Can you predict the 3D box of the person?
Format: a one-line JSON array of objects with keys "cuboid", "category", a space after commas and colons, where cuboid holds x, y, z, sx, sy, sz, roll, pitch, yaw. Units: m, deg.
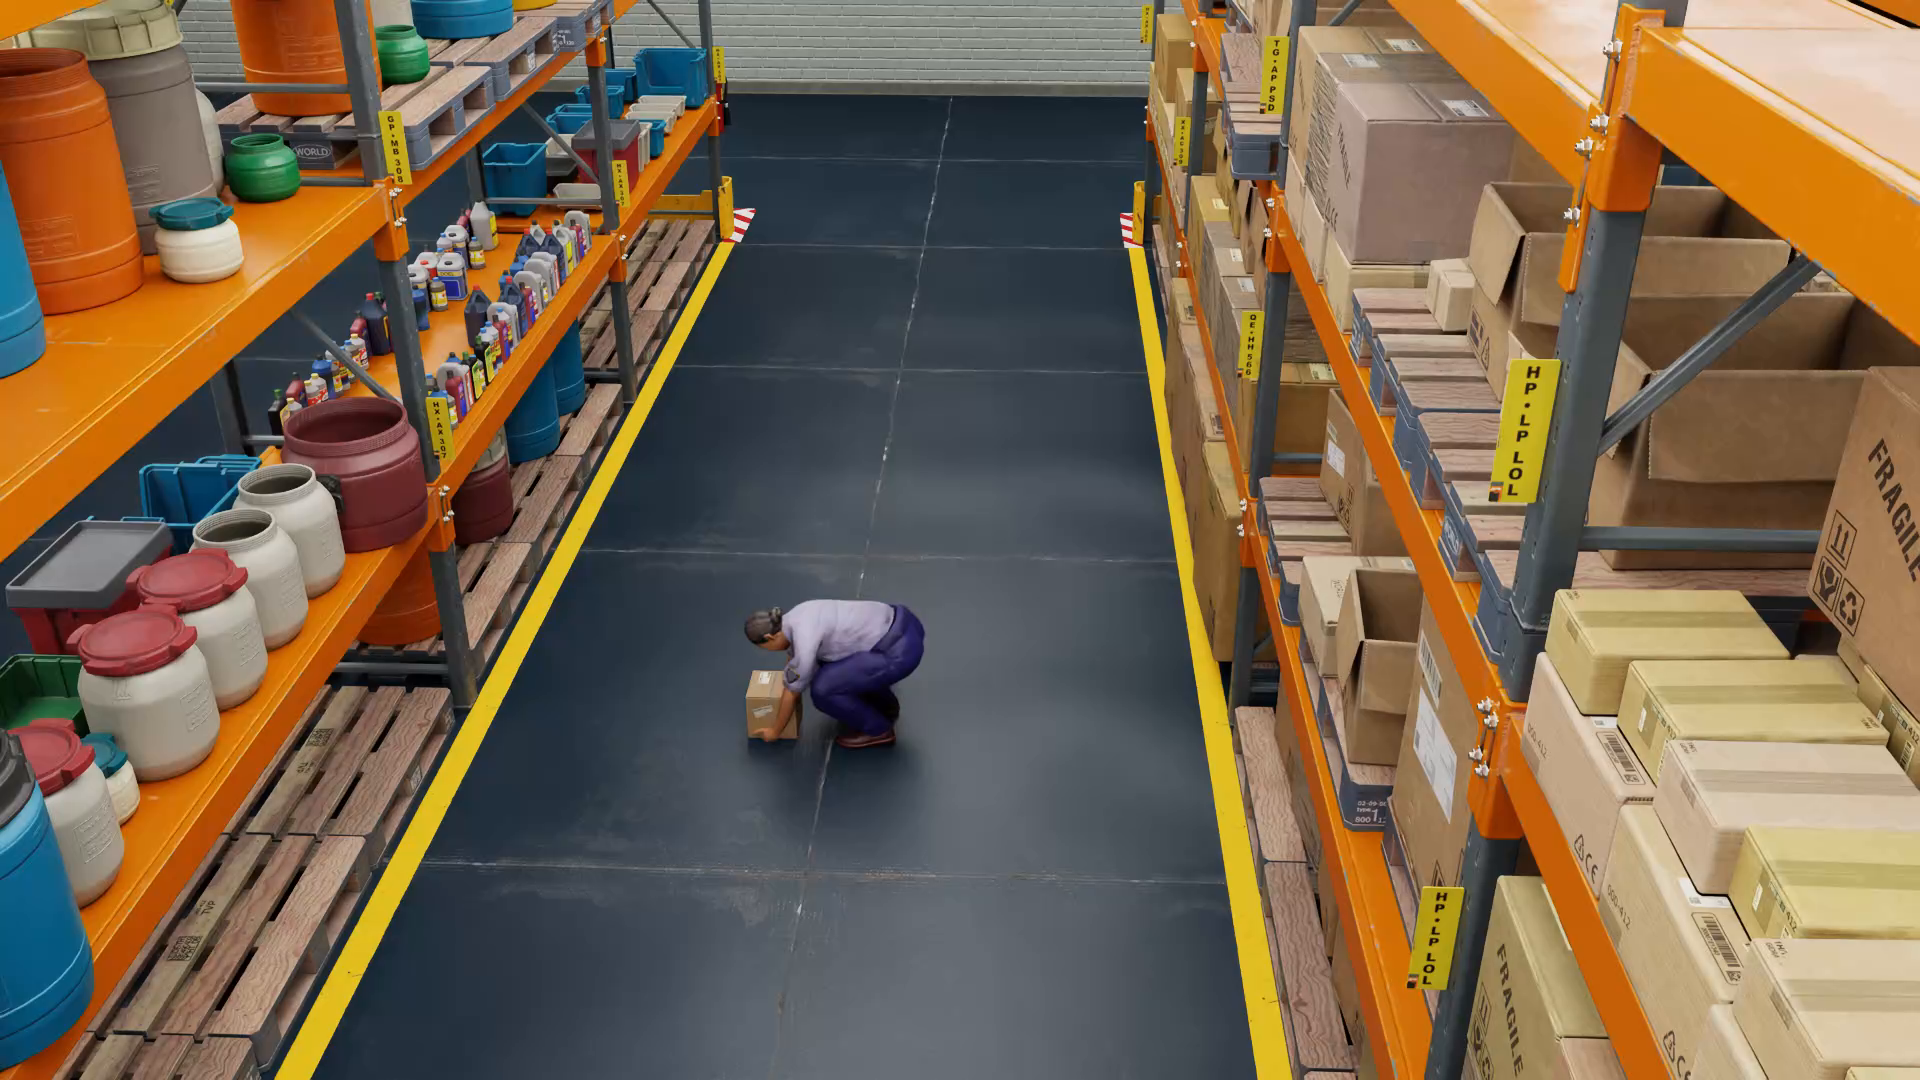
[{"cuboid": [-0.572, 0.645, 8.423, 0.644, 0.723, 0.489, 0, 28, 1], "category": "person"}]
